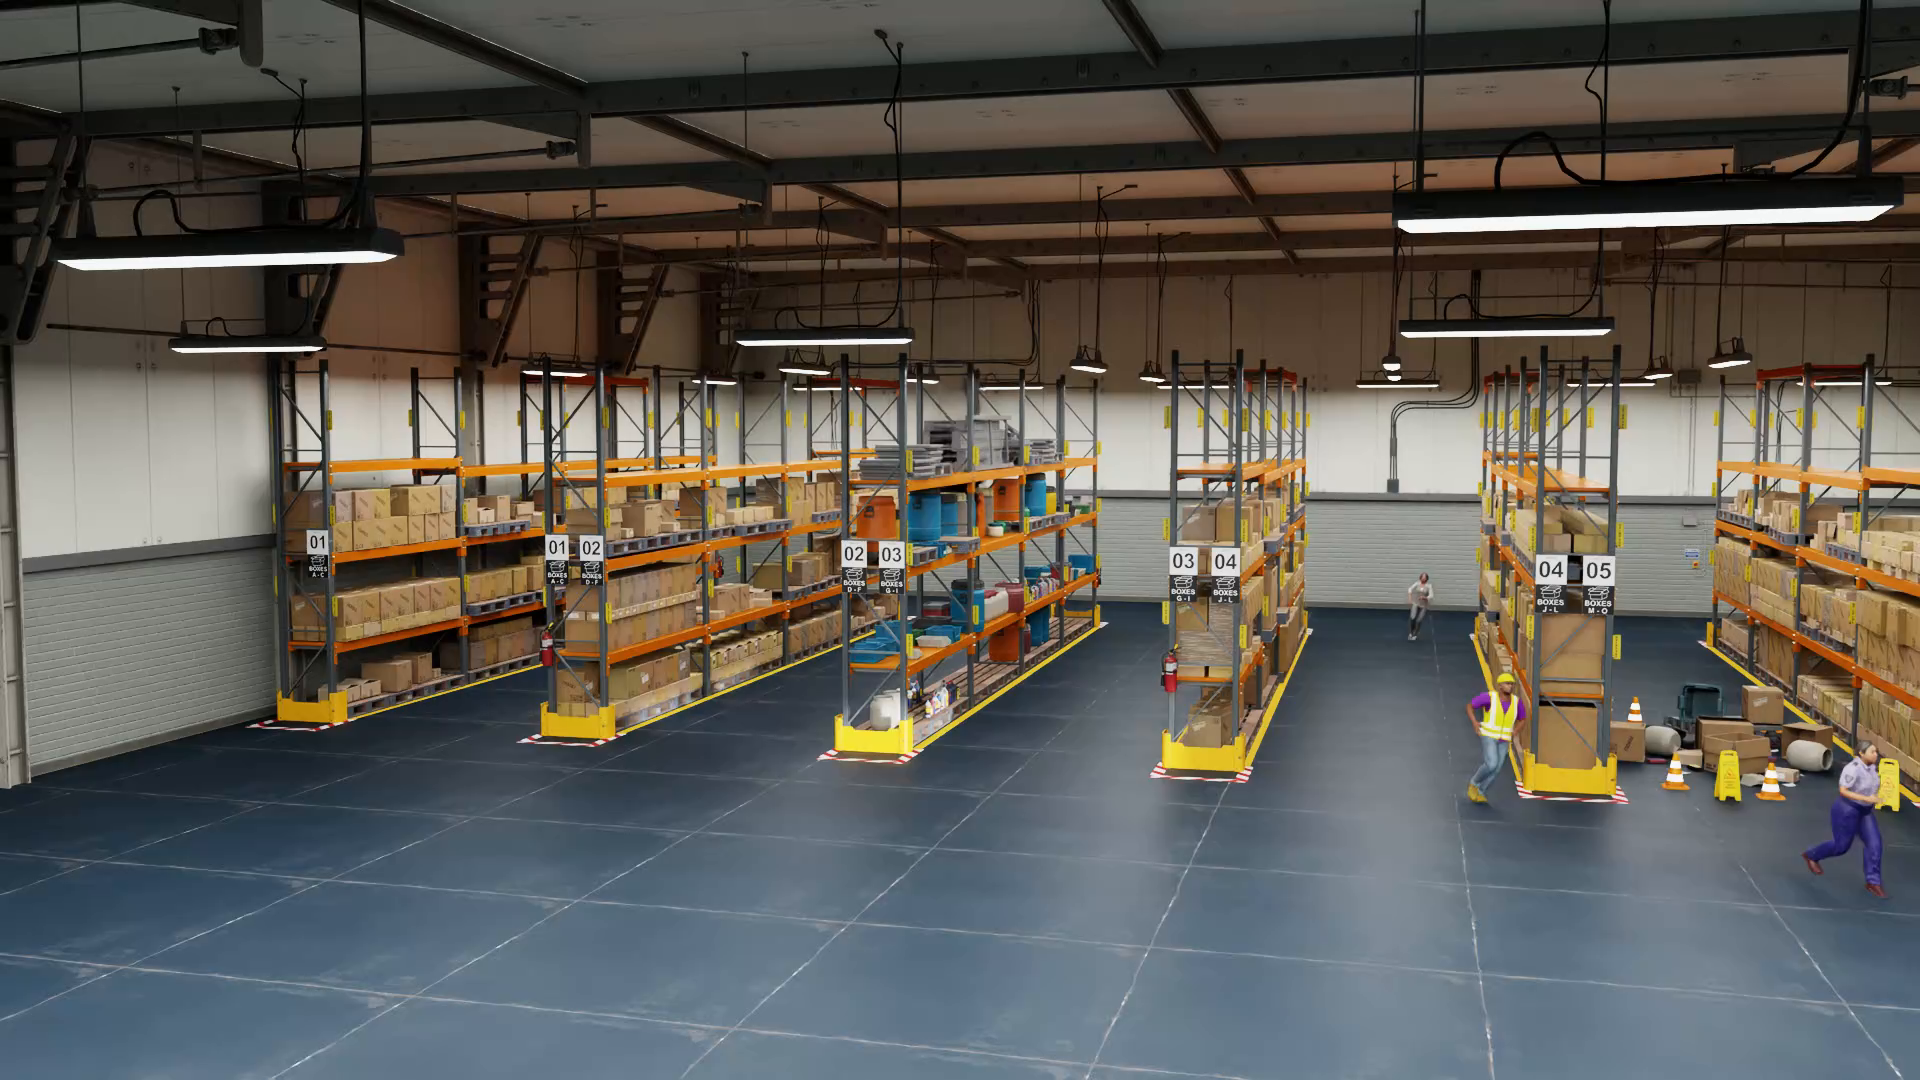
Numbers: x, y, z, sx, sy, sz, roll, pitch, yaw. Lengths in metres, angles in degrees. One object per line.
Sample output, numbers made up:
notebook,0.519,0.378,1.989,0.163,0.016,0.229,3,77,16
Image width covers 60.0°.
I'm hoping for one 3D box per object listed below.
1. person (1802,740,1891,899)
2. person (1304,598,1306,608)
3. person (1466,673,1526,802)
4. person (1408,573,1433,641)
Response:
person,9.495,2.934,17.755,0.638,1.666,0.948,-3,5,-32
person,8.182,1.239,40.638,0.655,1.709,0.654,-4,6,-43
person,7.027,2.585,21.674,0.725,1.713,0.559,-1,4,-8
person,10.438,1.513,37.682,0.547,1.561,0.560,1,4,16
